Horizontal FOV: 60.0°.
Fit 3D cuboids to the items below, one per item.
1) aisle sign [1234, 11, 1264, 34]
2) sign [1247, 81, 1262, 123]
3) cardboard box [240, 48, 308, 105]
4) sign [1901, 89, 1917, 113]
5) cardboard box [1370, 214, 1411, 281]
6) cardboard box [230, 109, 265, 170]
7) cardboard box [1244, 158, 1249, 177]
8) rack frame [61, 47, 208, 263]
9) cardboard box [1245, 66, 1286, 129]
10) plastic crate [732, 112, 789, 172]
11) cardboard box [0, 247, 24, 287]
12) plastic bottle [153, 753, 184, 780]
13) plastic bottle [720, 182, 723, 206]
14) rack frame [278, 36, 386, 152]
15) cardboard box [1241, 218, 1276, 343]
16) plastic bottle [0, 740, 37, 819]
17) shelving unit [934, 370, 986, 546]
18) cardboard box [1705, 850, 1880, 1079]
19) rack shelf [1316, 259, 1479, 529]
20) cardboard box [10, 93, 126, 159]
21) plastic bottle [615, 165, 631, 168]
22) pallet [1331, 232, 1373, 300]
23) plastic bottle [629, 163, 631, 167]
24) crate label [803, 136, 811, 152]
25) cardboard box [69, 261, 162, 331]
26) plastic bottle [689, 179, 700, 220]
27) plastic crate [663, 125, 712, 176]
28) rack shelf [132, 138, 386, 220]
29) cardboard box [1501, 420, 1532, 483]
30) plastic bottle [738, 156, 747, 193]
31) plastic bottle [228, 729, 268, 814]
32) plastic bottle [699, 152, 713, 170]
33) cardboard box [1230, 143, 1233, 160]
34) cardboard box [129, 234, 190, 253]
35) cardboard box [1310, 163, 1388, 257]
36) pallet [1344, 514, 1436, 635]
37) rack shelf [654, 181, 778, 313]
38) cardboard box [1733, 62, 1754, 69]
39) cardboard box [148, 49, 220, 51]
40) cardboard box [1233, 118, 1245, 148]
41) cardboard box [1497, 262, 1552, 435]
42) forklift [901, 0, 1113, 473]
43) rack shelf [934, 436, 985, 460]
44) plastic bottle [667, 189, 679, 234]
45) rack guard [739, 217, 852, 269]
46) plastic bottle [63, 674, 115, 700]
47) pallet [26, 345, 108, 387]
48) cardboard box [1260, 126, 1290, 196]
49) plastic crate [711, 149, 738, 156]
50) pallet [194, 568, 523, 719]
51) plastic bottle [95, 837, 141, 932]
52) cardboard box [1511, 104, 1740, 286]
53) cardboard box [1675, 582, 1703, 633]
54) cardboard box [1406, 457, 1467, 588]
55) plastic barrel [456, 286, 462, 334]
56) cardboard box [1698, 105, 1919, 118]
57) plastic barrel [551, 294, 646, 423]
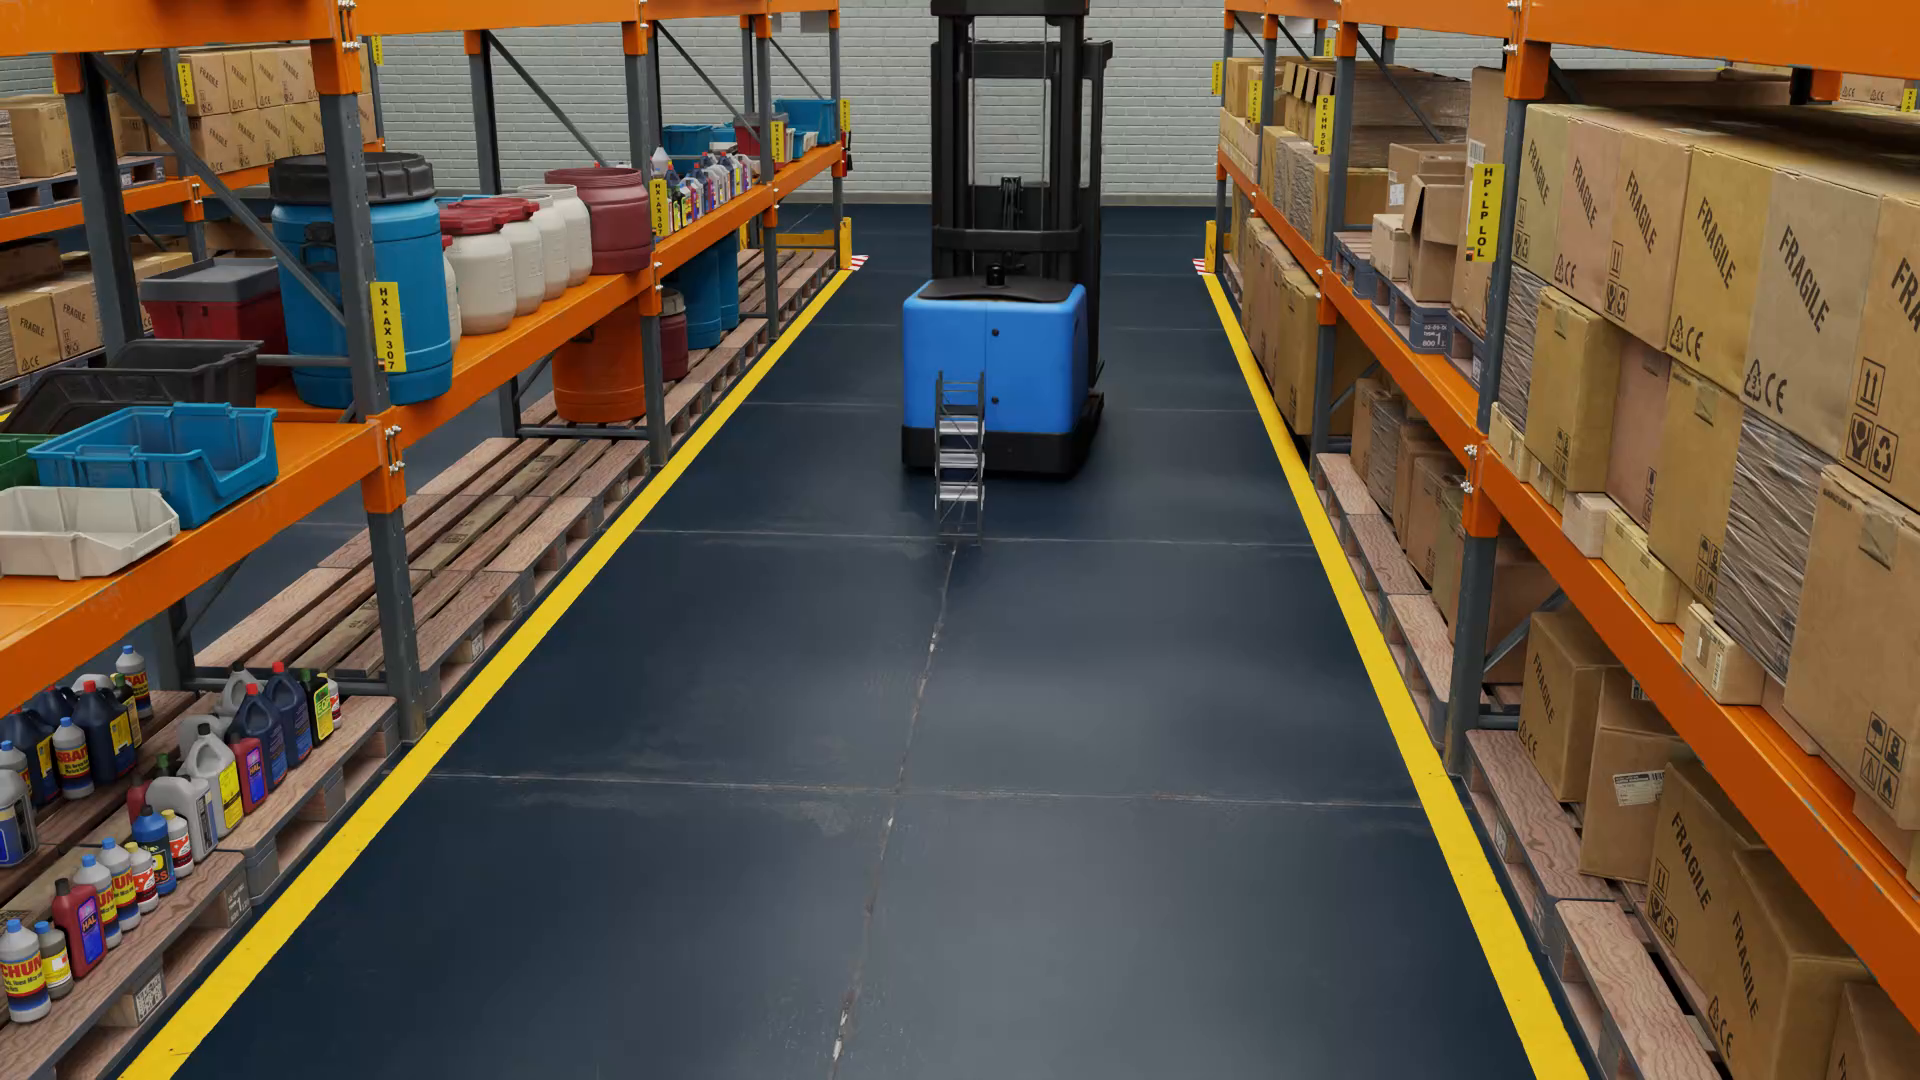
[{"bbox_3d":[2.893,-5.534,16.819,0.394,0.787,0.004,1,18,4],"label":"aisle sign"},{"bbox_3d":[2.346,-3.488,13.233,0.100,0.325,0.005,1,18,4],"label":"sign"},{"bbox_3d":[-6.556,-4.392,15.745,0.500,0.500,0.500,2,18,6],"label":"cardboard box"},{"bbox_3d":[7.298,-3.306,12.805,0.100,0.325,0.005,1,18,4],"label":"sign"},{"bbox_3d":[2.264,-1.398,7.938,0.500,0.250,0.500,1,18,2],"label":"cardboard box"},{"bbox_3d":[-6.639,-3.608,14.957,0.500,0.500,0.500,2,18,5],"label":"cardboard box"},{"bbox_3d":[2.632,-3.169,14.182,0.380,0.149,0.250,1,18,3],"label":"cardboard box"},{"bbox_3d":[-6.981,-3.249,14.022,1.000,3.000,0.127,1,18,4],"label":"rack frame"},{"bbox_3d":[2.706,-3.758,14.133,0.500,0.500,0.500,1,18,4],"label":"cardboard box"},{"bbox_3d":[-1.726,-3.468,14.491,0.402,0.464,0.583,1,18,4],"label":"plastic crate"},{"bbox_3d":[-7.366,-2.016,12.361,0.500,0.250,0.500,1,18,3],"label":"cardboard box"},{"bbox_3d":[-2.514,0.801,5.318,0.061,0.283,0.133,1,18,4],"label":"plastic bottle"},{"bbox_3d":[-1.799,-2.565,12.253,0.097,0.201,0.097,0,18,0],"label":"plastic bottle"},{"bbox_3d":[-6.694,-4.492,17.814,1.000,3.000,0.127,1,18,4],"label":"rack frame"},{"bbox_3d":[2.874,-2.018,13.002,1.225,0.875,0.875,1,18,4],"label":"cardboard box"},{"bbox_3d":[-3.072,0.781,5.397,0.097,0.271,0.097,0,18,0],"label":"plastic bottle"},{"bbox_3d":[0.001,-0.430,8.791,0.258,0.900,0.210,1,18,4],"label":"shelving unit"},{"bbox_3d":[2.174,1.114,4.046,0.500,0.500,0.500,3,18,9],"label":"cardboard box"},{"bbox_3d":[2.470,-0.822,7.769,1.077,0.370,4.000,1,18,4],"label":"rack shelf"},{"bbox_3d":[-7.238,-3.354,13.508,0.700,0.500,0.500,-5,19,-15],"label":"cardboard box"},{"bbox_3d":[-2.520,-2.656,12.410,0.152,0.276,0.135,1,18,4],"label":"plastic bottle"},{"bbox_3d":[2.668,-1.470,8.900,1.213,0.211,1.003,1,18,4],"label":"pallet"},{"bbox_3d":[-2.515,-2.792,12.834,0.097,0.271,0.097,0,18,0],"label":"plastic bottle"},{"bbox_3d":[-1.662,-3.849,16.180,0.396,0.136,0.243,1,18,4],"label":"crate label"},{"bbox_3d":[-6.774,-1.958,13.388,0.500,0.500,0.500,1,18,4],"label":"cardboard box"},{"bbox_3d":[-1.855,-2.355,11.501,0.097,0.271,0.097,0,18,0],"label":"plastic bottle"},{"bbox_3d":[-2.347,-3.311,14.140,0.392,0.384,0.575,1,18,4],"label":"plastic crate"},{"bbox_3d":[-6.837,-3.529,16.030,1.077,0.370,4.000,1,18,4],"label":"rack shelf"},{"bbox_3d":[1.980,-0.286,5.381,0.380,0.149,0.250,1,18,4],"label":"cardboard box"},{"bbox_3d":[-1.717,-2.880,13.082,0.061,0.283,0.133,1,18,4],"label":"plastic bottle"},{"bbox_3d":[-2.356,0.746,5.484,0.061,0.283,0.133,3,18,8],"label":"plastic bottle"},{"bbox_3d":[-1.937,-2.767,12.630,0.144,0.351,0.185,1,18,4],"label":"plastic bottle"},{"bbox_3d":[2.742,-3.648,15.642,0.380,0.149,0.250,1,18,3],"label":"cardboard box"},{"bbox_3d":[-7.223,-2.454,14.903,0.500,0.500,0.500,1,18,4],"label":"cardboard box"},{"bbox_3d":[2.401,-1.991,10.022,0.500,0.500,0.500,2,18,6],"label":"cardboard box"},{"bbox_3d":[2.466,0.161,8.093,1.003,0.211,1.213,1,18,4],"label":"pallet"},{"bbox_3d":[-2.184,-2.175,11.898,1.077,0.370,4.000,1,18,4],"label":"rack shelf"},{"bbox_3d":[7.830,-4.658,16.077,0.500,0.500,0.500,1,18,4],"label":"cardboard box"},{"bbox_3d":[-7.132,-4.251,15.312,0.500,0.500,0.500,1,18,4],"label":"cardboard box"},{"bbox_3d":[2.780,-3.717,15.212,0.500,0.250,0.500,1,18,3],"label":"cardboard box"},{"bbox_3d":[2.232,-0.593,5.277,0.875,0.500,0.500,1,18,4],"label":"cardboard box"},{"bbox_3d":[0.400,-2.210,10.961,1.130,2.935,3.031,3,18,9],"label":"forklift"},{"bbox_3d":[0.001,-0.484,8.773,0.258,0.077,0.200,1,18,4],"label":"rack shelf"},{"bbox_3d":[-1.885,-2.151,10.859,0.061,0.283,0.133,1,18,4],"label":"plastic bottle"},{"bbox_3d":[-1.765,-3.200,17.886,1.175,0.500,0.348,1,18,4],"label":"rack guard"},{"bbox_3d":[-3.070,0.622,5.874,0.152,0.276,0.135,2,18,6],"label":"plastic bottle"},{"bbox_3d":[-7.086,-1.291,12.524,1.003,0.211,1.213,1,18,4],"label":"pallet"},{"bbox_3d":[2.618,-2.937,12.909,0.500,0.500,0.500,1,18,4],"label":"cardboard box"},{"bbox_3d":[-2.228,-3.389,14.794,0.437,0.125,0.590,1,18,4],"label":"plastic crate"},{"bbox_3d":[-2.596,0.427,7.280,1.003,0.211,1.213,1,18,4],"label":"pallet"},{"bbox_3d":[-2.428,0.983,4.781,0.097,0.271,0.097,0,18,0],"label":"plastic bottle"},{"bbox_3d":[2.041,-1.072,5.135,0.500,0.500,0.500,1,18,4],"label":"cardboard box"},{"bbox_3d":[1.944,0.182,3.954,0.380,0.149,0.250,1,18,4],"label":"cardboard box"},{"bbox_3d":[2.485,-0.075,7.644,0.700,0.500,0.500,0,18,-1],"label":"cardboard box"},{"bbox_3d":[-2.366,-0.995,7.364,0.301,0.262,0.301,0,18,0],"label":"plastic barrel"},{"bbox_3d":[2.569,-1.061,5.098,0.500,0.500,0.500,1,18,4],"label":"cardboard box"},{"bbox_3d":[-2.309,-1.216,10.627,0.600,0.830,0.708,1,18,4],"label":"plastic barrel"}]
